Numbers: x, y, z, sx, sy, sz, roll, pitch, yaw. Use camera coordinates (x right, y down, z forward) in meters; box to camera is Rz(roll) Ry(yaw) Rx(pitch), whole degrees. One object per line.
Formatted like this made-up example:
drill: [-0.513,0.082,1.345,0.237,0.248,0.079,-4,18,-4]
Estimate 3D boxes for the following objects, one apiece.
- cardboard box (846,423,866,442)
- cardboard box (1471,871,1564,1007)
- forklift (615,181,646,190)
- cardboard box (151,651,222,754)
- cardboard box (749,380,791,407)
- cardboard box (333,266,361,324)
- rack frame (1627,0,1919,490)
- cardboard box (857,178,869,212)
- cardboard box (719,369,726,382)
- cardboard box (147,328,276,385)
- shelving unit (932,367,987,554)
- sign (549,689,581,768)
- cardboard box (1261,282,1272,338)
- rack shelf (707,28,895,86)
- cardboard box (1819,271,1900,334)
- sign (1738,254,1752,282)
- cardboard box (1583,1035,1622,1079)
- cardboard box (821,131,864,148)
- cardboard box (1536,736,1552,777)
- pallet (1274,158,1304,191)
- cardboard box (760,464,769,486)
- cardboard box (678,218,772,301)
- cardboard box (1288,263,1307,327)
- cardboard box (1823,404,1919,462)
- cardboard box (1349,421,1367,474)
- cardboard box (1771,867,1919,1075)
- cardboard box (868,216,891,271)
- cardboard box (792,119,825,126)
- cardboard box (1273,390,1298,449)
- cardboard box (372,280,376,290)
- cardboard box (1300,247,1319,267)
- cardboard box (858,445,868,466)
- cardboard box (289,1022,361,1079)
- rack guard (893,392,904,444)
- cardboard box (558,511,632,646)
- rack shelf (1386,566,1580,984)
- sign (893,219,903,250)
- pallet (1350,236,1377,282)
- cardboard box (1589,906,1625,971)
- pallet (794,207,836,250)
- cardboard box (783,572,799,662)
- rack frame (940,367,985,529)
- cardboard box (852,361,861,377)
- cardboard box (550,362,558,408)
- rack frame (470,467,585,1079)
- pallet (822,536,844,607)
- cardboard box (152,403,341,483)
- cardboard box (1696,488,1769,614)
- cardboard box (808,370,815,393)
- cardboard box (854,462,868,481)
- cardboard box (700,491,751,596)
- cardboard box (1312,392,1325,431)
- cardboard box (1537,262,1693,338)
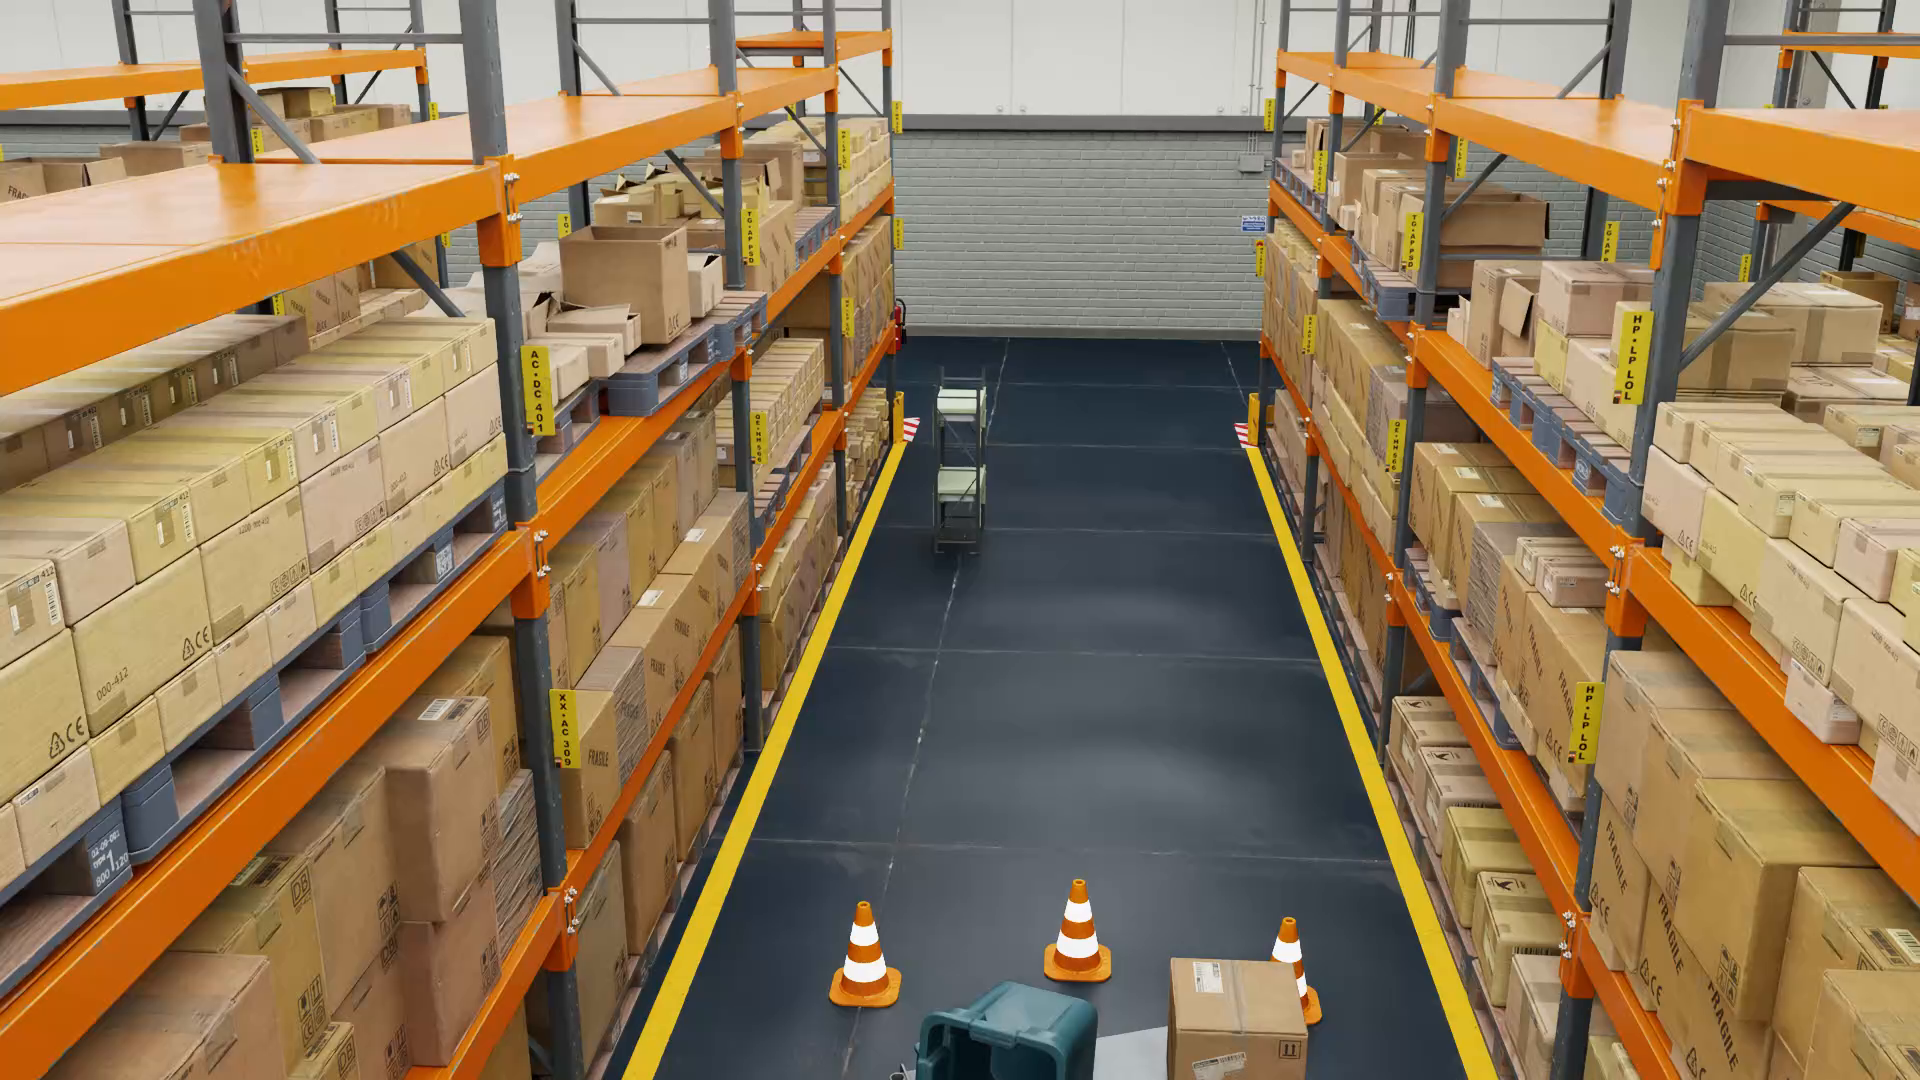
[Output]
cardboard box: [-1.124,-1.037,16.219,0.380,0.149,0.250,1,18,4]
cardboard box: [2.961,1.904,7.839,0.950,0.372,0.625,2,18,7]
forklift: [-2.980,-1.900,16.015,1.130,2.935,3.031,3,18,8]
cardboard box: [-1.919,0.360,3.757,0.380,0.149,0.250,1,18,4]
cardboard box: [-1.439,-1.068,12.137,0.380,0.149,0.250,1,18,3]
cardboard box: [-6.068,-2.348,15.831,0.500,0.500,0.500,1,18,2]
rack frame: [2.878,-1.609,5.383,1.000,3.000,0.127,1,18,4]
cardboard box: [-1.113,-3.131,15.086,0.500,0.250,0.500,2,18,6]
cardboard box: [-2.035,-1.329,12.936,0.380,0.149,0.250,1,18,3]
cardboard box: [-2.449,-0.585,5.361,0.380,0.149,0.250,1,18,3]
shelving unit: [0.000,-0.711,14.683,0.431,1.500,0.755,1,18,4]
sign: [-1.513,0.725,6.375,0.100,0.325,0.005,1,18,4]
cardboard box: [3.417,-2.390,17.240,0.500,0.500,0.500,1,18,3]
rack shelf: [-1.350,-4.451,15.215,1.077,0.370,4.000,1,18,4]
cardboard box: [8.281,-2.201,15.383,0.500,0.500,0.500,2,18,5]
sign: [8.148,-2.799,17.258,0.100,0.325,0.005,1,18,4]
cardboard box: [2.566,2.170,6.022,0.500,0.500,0.500,2,18,7]
cardboard box: [-1.083,-3.677,15.308,0.380,0.149,0.250,1,18,2]
cardboard box: [2.676,0.914,7.046,0.380,0.149,0.250,1,18,2]
pallet: [3.695,-3.638,16.534,1.003,0.211,1.213,1,18,4]
cardboard box: [-1.508,-0.462,11.244,0.380,0.149,0.250,2,18,7]
cardboard box: [-1.474,-1.724,10.390,0.500,0.500,0.500,1,18,4]
cardboard box: [3.281,-2.234,15.158,0.500,0.500,0.500,2,18,5]
cardboard box: [3.073,-0.340,5.449,0.380,0.149,0.250,2,18,5]
cardboard box: [2.995,-0.642,11.503,0.500,0.250,0.500,1,18,2]
cardboard box: [2.562,1.187,4.240,0.700,0.500,0.500,1,18,4]
cardboard box: [-0.991,-3.081,17.264,0.500,0.500,0.500,1,18,3]
cardboard box: [-1.493,-4.171,16.817,0.380,0.149,0.250,2,18,6]
cardboard box: [3.790,-1.260,17.392,0.875,0.438,0.875,1,18,2]
cardboard box: [-6.450,-2.634,17.906,0.500,0.250,0.500,1,18,2]
cardboard box: [3.311,-2.572,15.148,0.380,0.149,0.250,1,18,3]
cardboard box: [-1.091,-0.816,16.024,0.380,0.149,0.250,1,18,3]
cardboard box: [-2.192,1.709,4.648,0.875,0.550,0.500,1,18,4]
rack guard: [-1.212,-1.353,18.249,1.175,0.500,0.348,1,18,4]
cardboard box: [-1.966,0.169,7.825,0.700,0.500,0.500,1,18,4]
rack shelf: [3.021,0.962,8.324,1.077,0.370,4.000,1,18,4]
sign: [-0.654,-3.246,17.646,0.100,0.325,0.005,1,18,4]
pallet: [3.235,-1.885,11.344,1.003,0.211,1.213,2,18,6]
cardboard box: [2.535,1.452,6.079,0.380,0.149,0.250,1,18,4]
pallet: [-1.644,-2.469,13.125,1.213,0.211,1.003,1,18,4]
cardboard box: [-1.442,0.538,11.803,0.500,0.500,0.500,1,18,5]
rack frame: [0.026,-0.824,15.030,0.400,1.500,0.023,1,18,4]
cardboard box: [-1.127,-1.610,15.424,0.380,0.149,0.250,2,18,5]
cardboard box: [-1.774,-0.628,6.586,0.258,0.266,0.396,1,18,3]
rack frame: [-2.067,1.162,6.558,1.000,3.000,0.127,1,18,4]
pallet: [-1.548,0.245,13.837,1.003,0.211,1.213,1,18,4]
cardboard box: [-1.866,-0.257,4.360,0.380,0.149,0.250,1,18,3]
cardboard box: [2.545,0.037,4.939,0.500,0.250,0.500,1,18,3]
cardboard box: [-1.363,-1.257,13.193,0.380,0.149,0.250,2,18,6]
cardboard box: [-1.094,-0.677,16.075,0.380,0.149,0.250,1,18,2]
cardboard box: [-1.544,0.019,9.889,0.500,0.500,0.500,1,18,4]
cardboard box: [3.156,-1.041,13.524,0.500,0.250,0.500,1,18,3]
cardboard box: [2.843,-1.050,7.256,0.500,0.250,0.500,2,18,5]
